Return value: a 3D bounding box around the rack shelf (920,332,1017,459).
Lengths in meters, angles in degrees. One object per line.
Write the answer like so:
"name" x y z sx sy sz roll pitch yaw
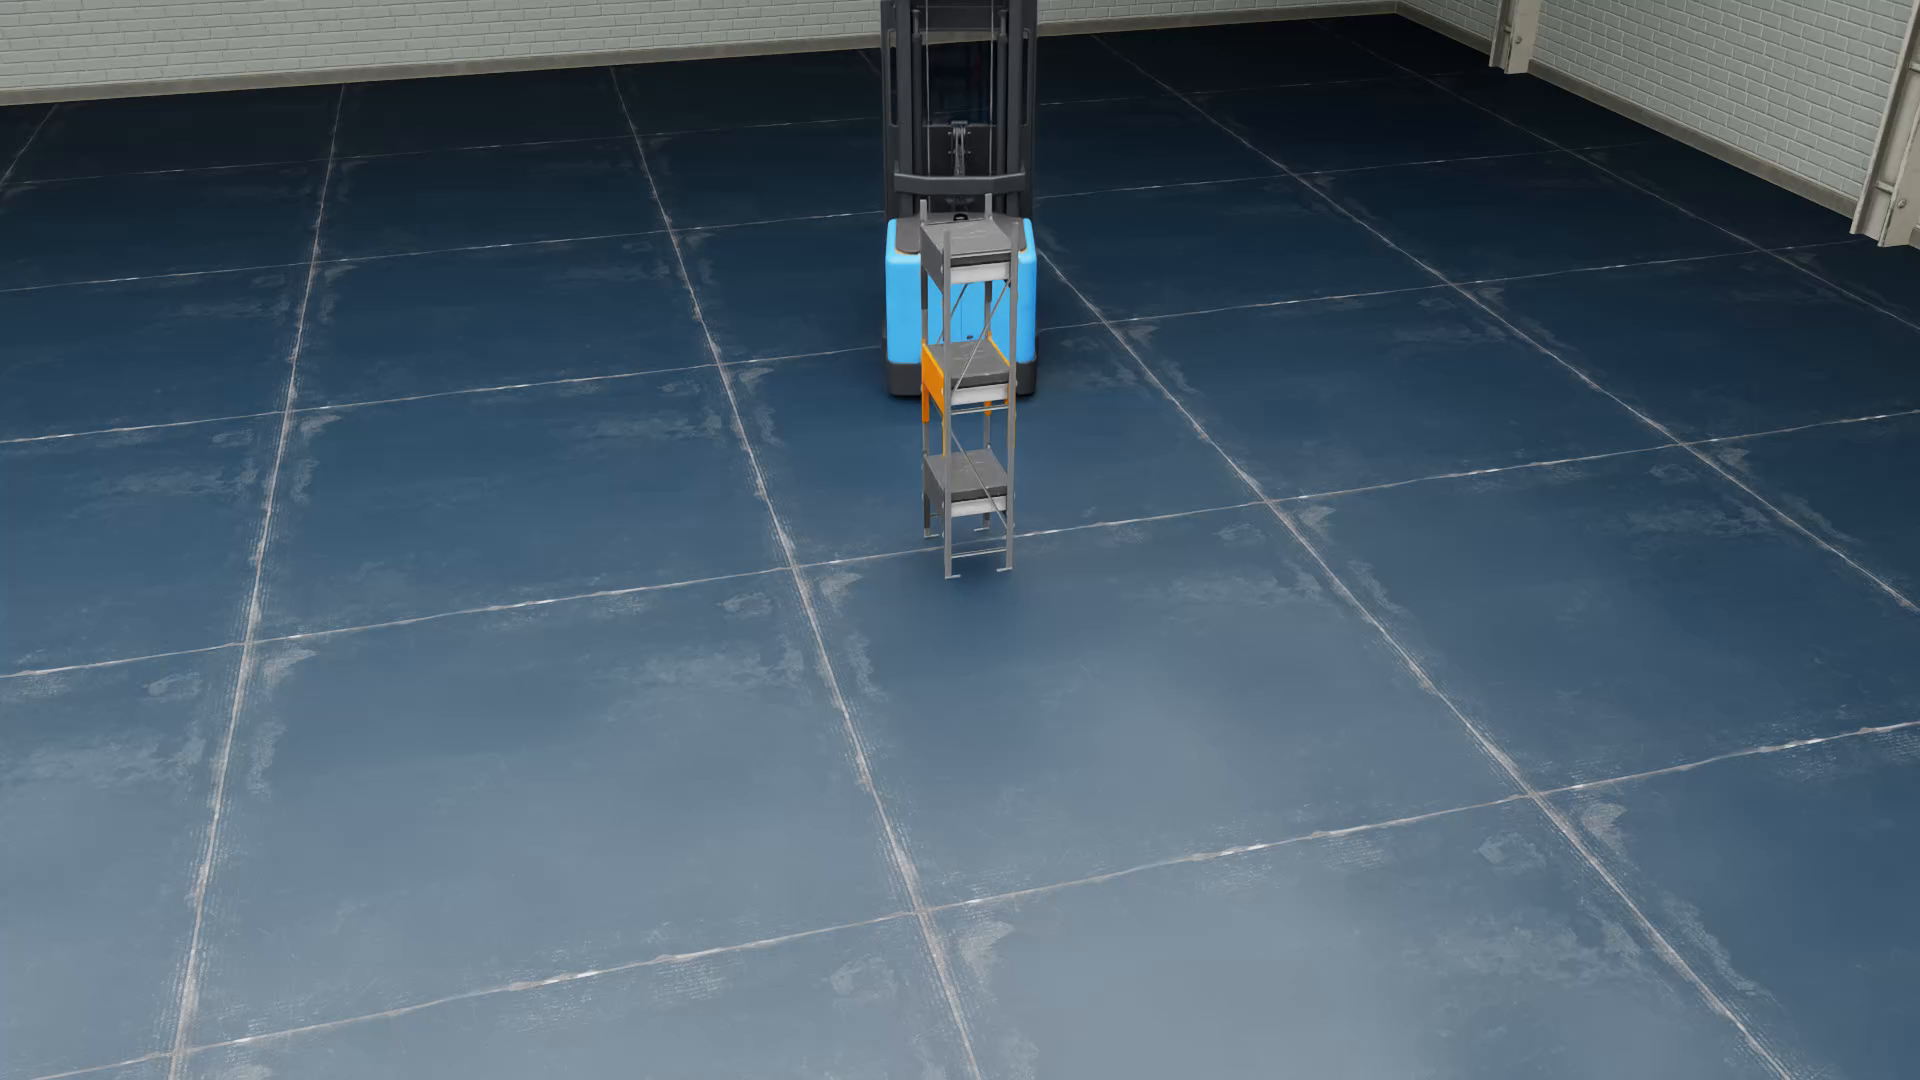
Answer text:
"rack shelf" 0.044 -0.817 9.324 0.431 0.518 0.480 -8 31 -13

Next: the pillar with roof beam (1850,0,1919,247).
"pillar with roof beam" 3.896 -5.965 11.303 9.100 9.000 0.400 -8 31 -13

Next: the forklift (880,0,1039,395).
"forklift" -0.012 -2.974 12.194 1.130 2.935 3.031 0 30 -1

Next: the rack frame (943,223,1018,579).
"rack frame" 0.109 -0.711 9.113 0.400 2.100 0.015 -8 31 -13

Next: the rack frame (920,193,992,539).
"rack frame" -0.021 -0.947 9.521 0.400 2.100 0.015 -8 31 -13

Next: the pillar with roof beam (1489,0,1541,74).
"pillar with roof beam" 2.303 -8.862 16.310 9.100 9.000 0.400 -8 31 -13

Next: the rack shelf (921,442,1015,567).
"rack shelf" 0.044 -0.211 9.674 0.431 0.518 0.480 -8 31 -13

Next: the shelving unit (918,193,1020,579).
"shelving unit" 0.044 -0.829 9.317 0.431 2.100 0.503 -8 31 -13

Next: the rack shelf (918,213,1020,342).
"rack shelf" 0.044 -1.423 8.973 0.431 0.518 0.480 -8 31 -13
